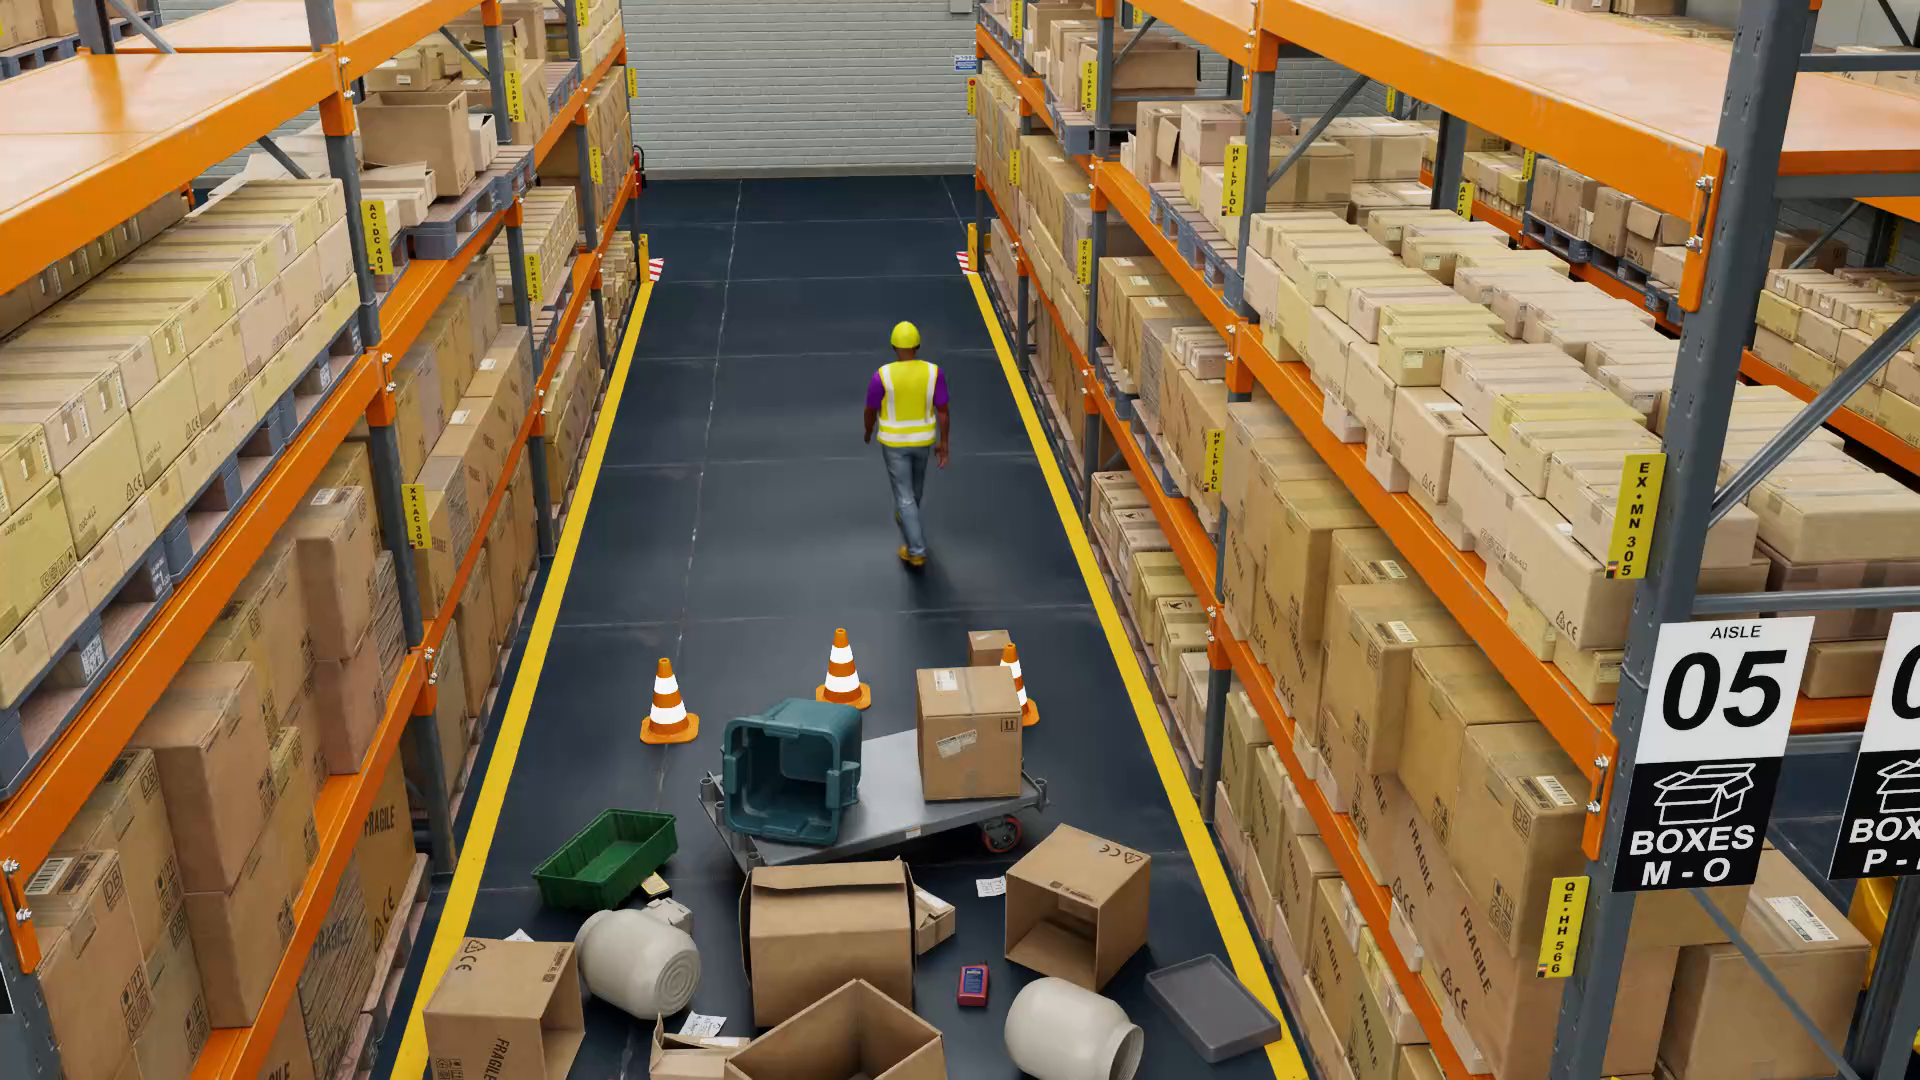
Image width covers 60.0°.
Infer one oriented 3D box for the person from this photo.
[{"bbox_3d":[-0.413,-0.771,12.022,0.580,1.701,1.053,-8,25,-17],"label":"person"}]
